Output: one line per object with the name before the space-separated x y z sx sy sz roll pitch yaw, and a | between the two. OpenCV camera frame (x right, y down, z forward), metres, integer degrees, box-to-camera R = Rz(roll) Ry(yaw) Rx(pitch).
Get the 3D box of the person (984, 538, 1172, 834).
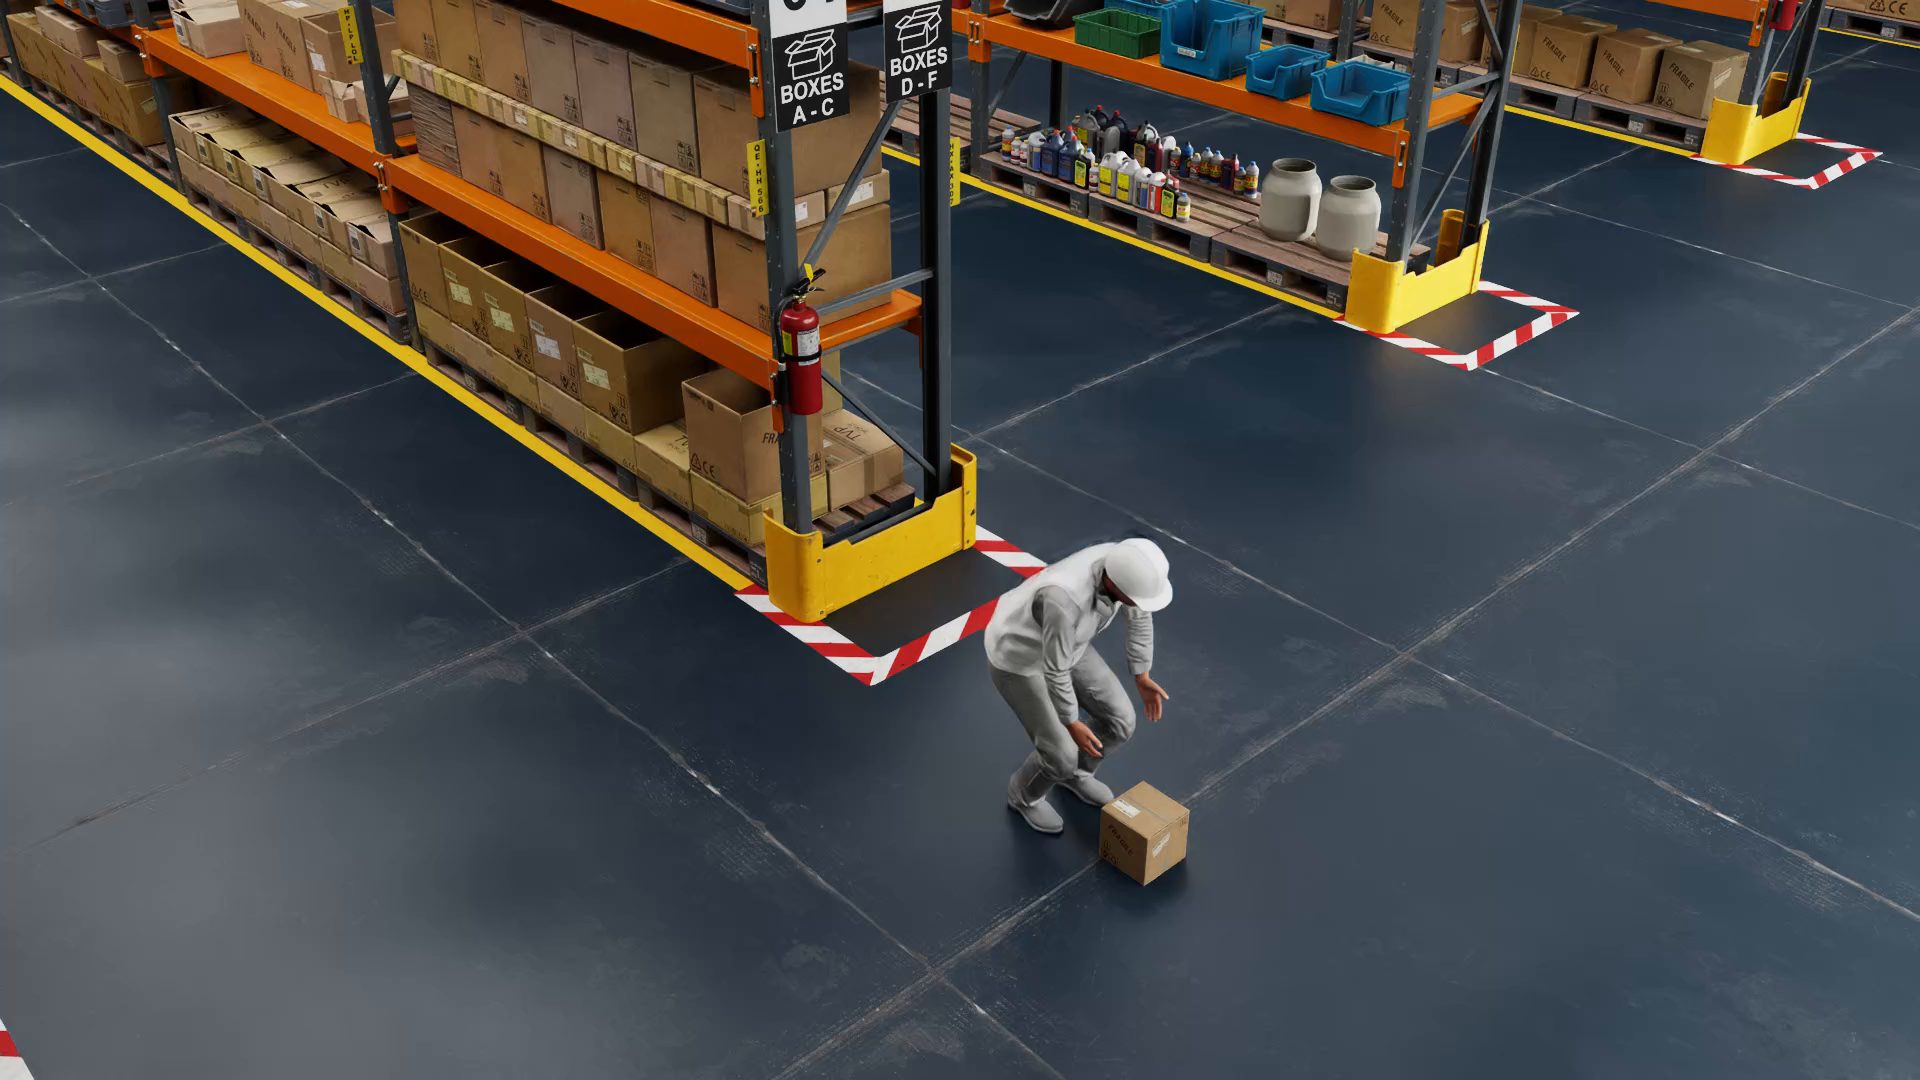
person | 0.480 0.511 6.620 0.591 1.420 0.769 -26 40 -35
